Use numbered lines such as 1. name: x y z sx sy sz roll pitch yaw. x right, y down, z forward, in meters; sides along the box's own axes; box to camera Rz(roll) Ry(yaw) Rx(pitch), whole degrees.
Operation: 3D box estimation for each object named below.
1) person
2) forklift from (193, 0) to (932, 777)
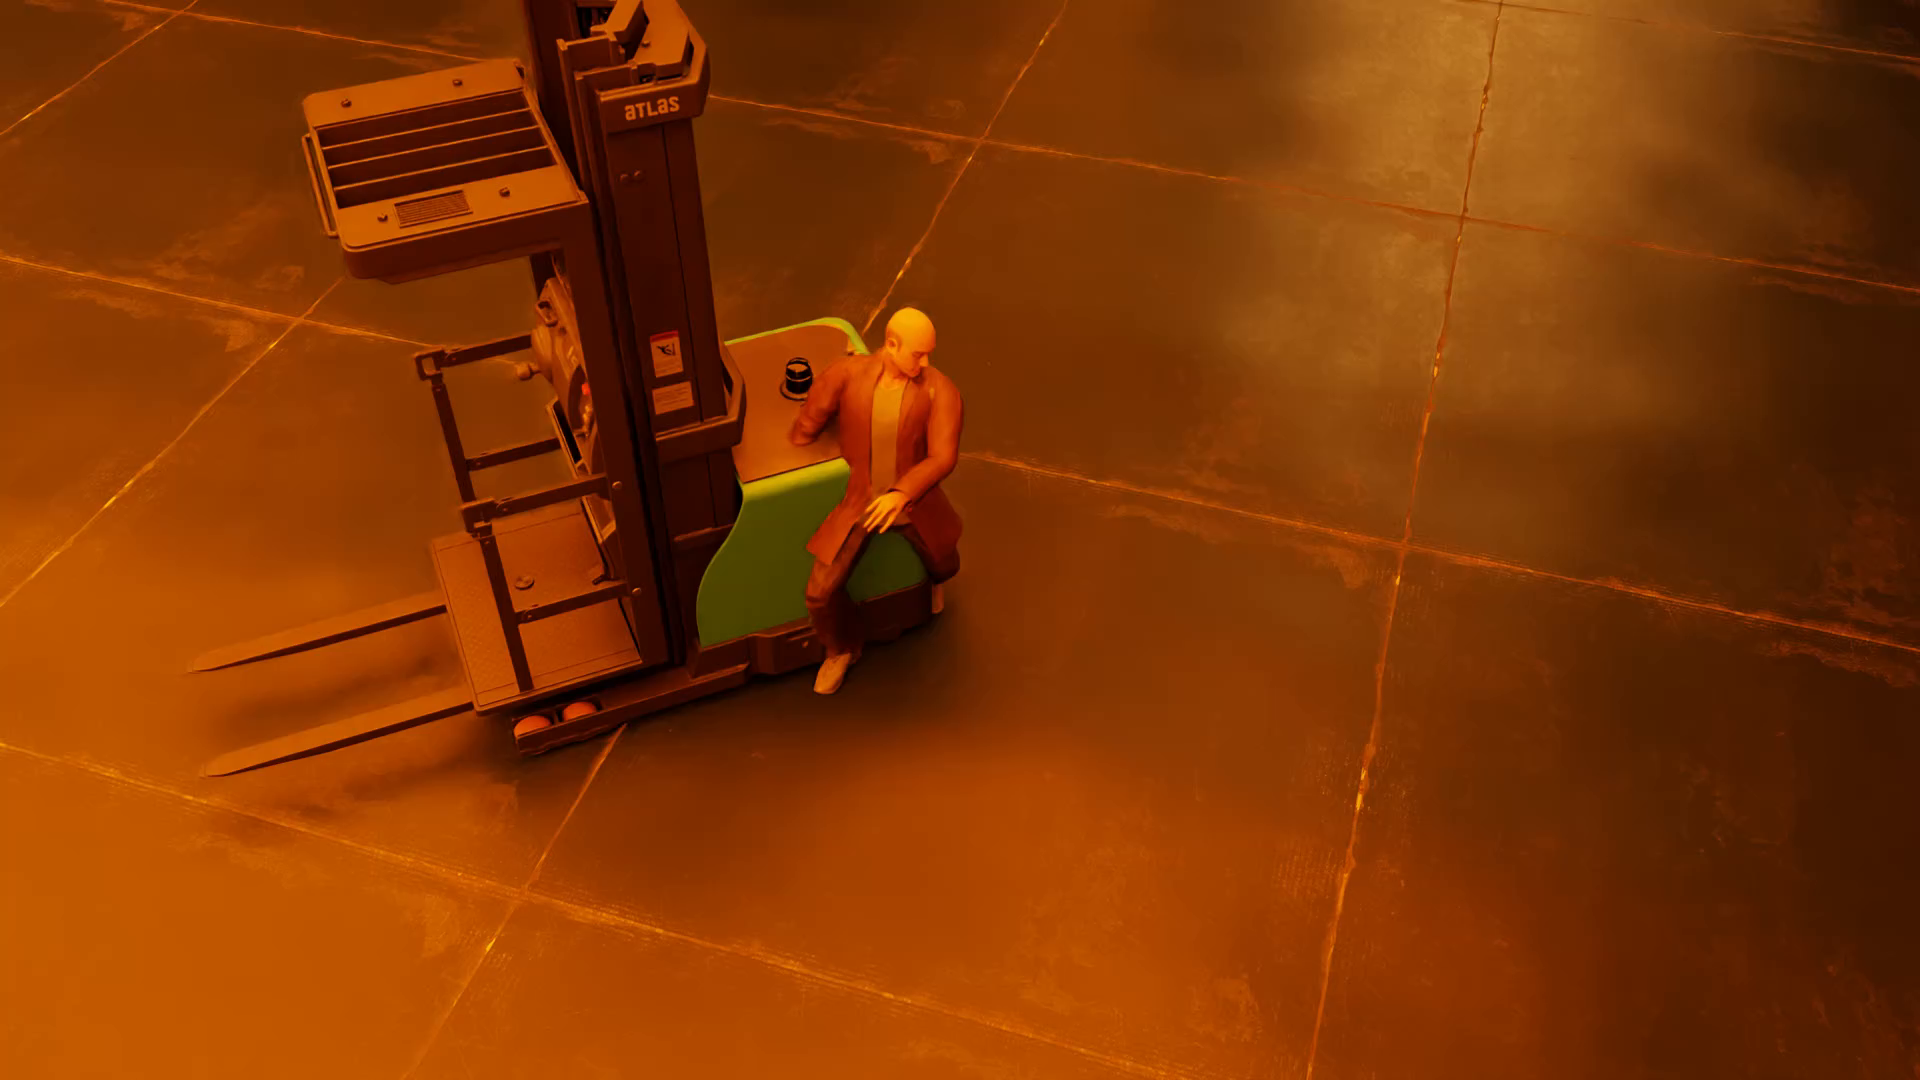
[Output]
1. person: -0.390 -0.148 6.794 0.827 1.653 0.943 -4 43 -4
2. forklift: -1.691 -0.596 6.330 3.031 2.935 1.130 -16 45 -17
